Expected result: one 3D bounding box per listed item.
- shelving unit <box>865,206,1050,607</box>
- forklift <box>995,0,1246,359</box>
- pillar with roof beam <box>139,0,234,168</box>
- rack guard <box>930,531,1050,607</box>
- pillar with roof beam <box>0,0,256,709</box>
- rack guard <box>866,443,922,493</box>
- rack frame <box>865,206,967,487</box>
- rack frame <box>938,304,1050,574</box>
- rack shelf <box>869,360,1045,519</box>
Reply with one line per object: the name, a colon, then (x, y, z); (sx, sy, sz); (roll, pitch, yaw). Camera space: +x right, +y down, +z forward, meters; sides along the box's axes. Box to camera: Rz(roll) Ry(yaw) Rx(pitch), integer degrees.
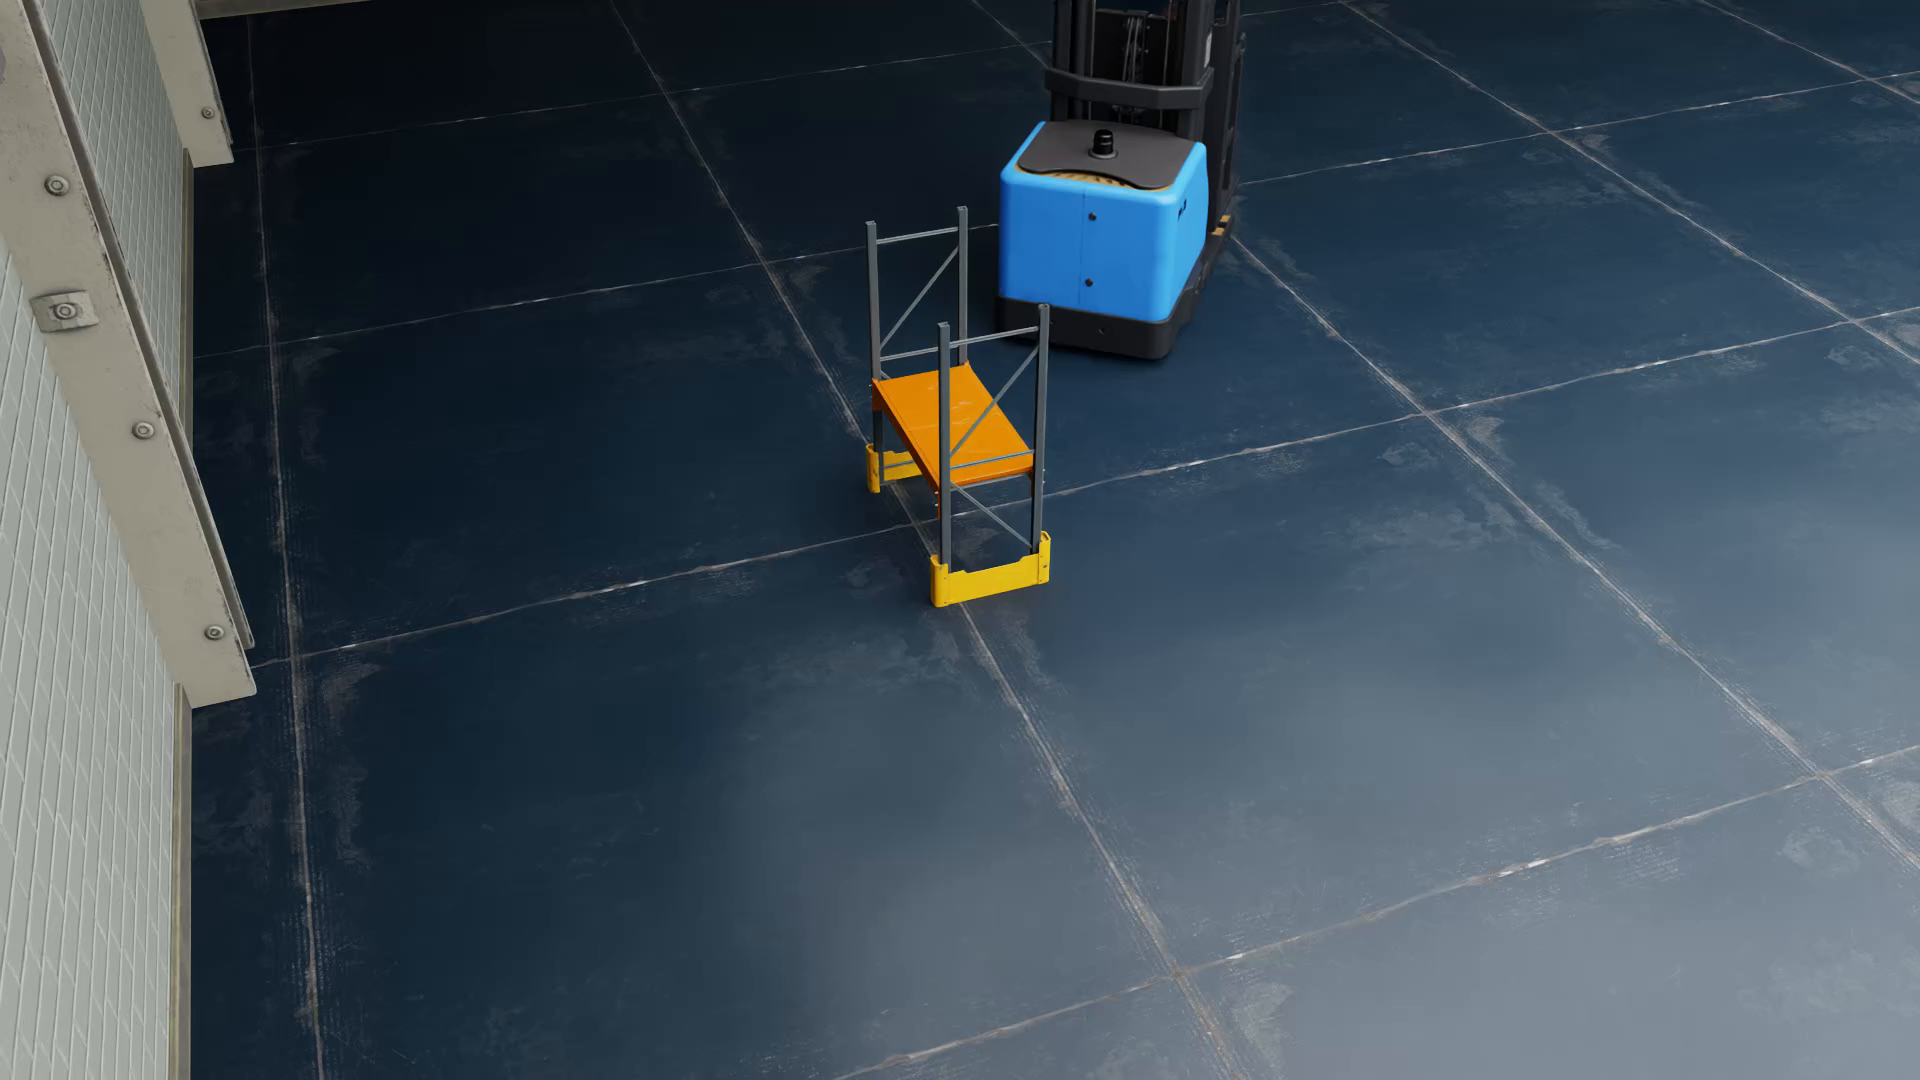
shelving unit: (-0.026, -0.642, 7.916); (0.587, 1.500, 1.083); (-12, 39, -16)
forklift: (1.166, -3.101, 9.991); (1.130, 2.935, 3.031); (12, 39, 15)
pillar with roof beam: (-1.367, -7.269, 10.481); (9.100, 9.000, 0.400); (-12, 39, -16)
rack guard: (0.145, 0.138, 7.919); (0.587, 0.250, 0.087); (-12, 39, -16)
pillar with roof beam: (0.698, -3.880, 5.981); (9.100, 9.000, 0.400); (-12, 39, -16)
rack guard: (-0.198, -0.424, 8.666); (0.587, 0.250, 0.087); (-12, 39, -16)
rack frame: (-0.204, -0.934, 8.304); (0.500, 1.500, 0.032); (-12, 39, -16)
rack frame: (0.146, -0.360, 7.542); (0.500, 1.500, 0.032); (-12, 39, -16)
rack shelf: (-0.029, -0.504, 8.031); (0.538, 0.185, 1.000); (-12, 39, -16)
